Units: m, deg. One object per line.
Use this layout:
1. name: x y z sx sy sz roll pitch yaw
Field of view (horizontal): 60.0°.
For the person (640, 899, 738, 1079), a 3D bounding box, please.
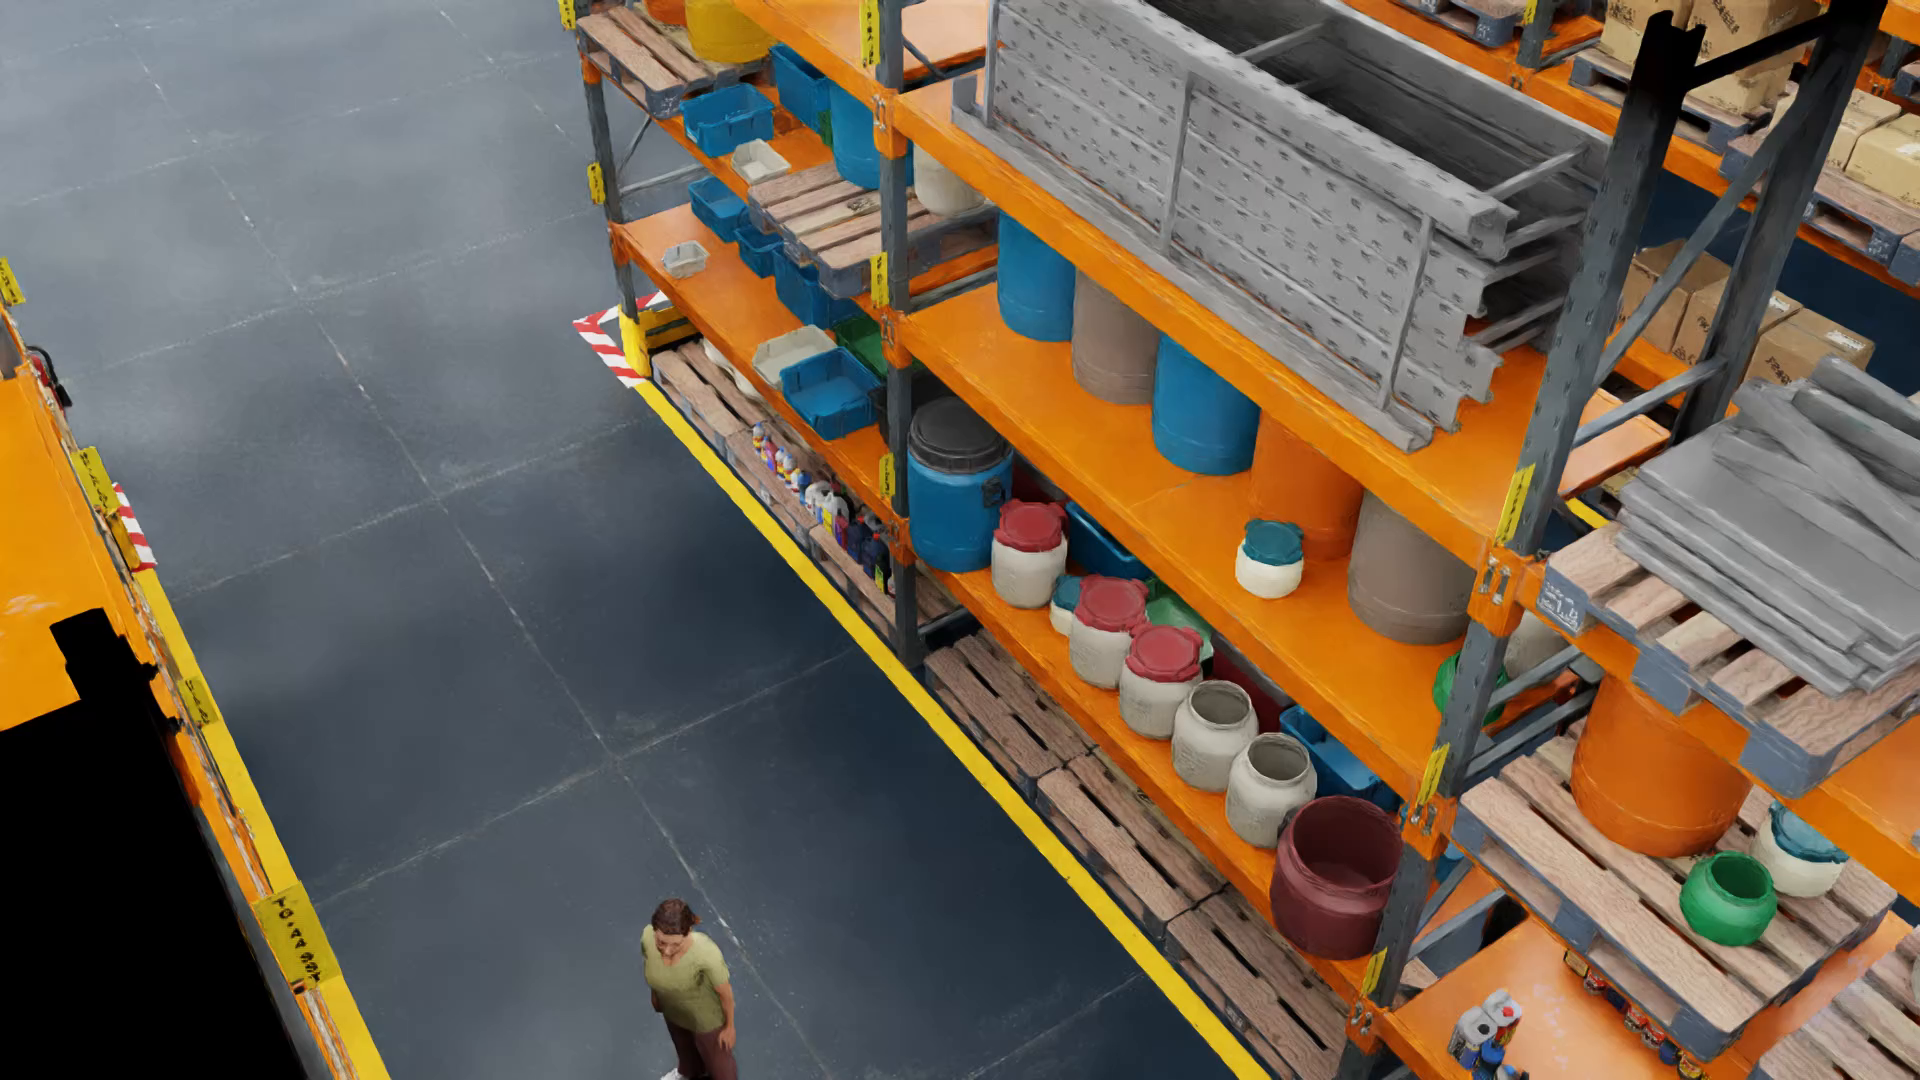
1. person: -1.322 2.296 8.008 0.541 1.678 0.451 18 46 19
